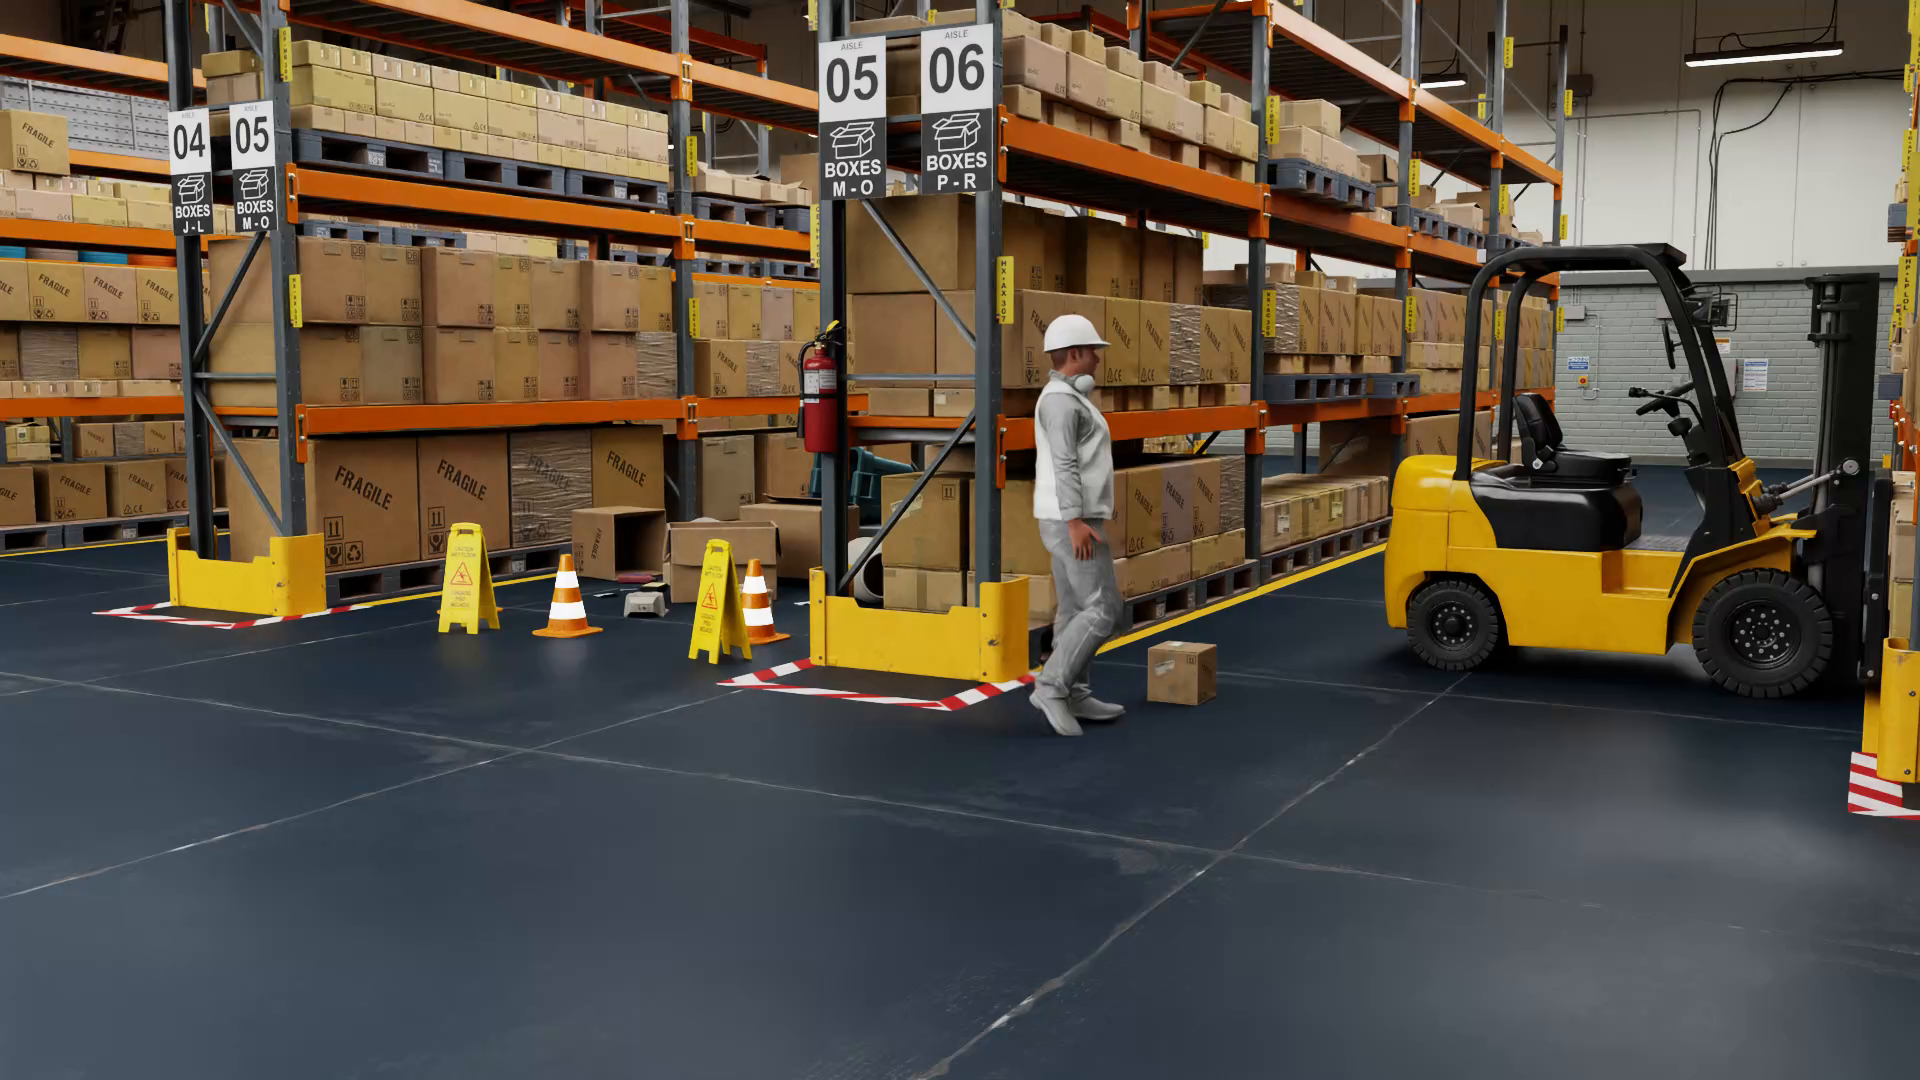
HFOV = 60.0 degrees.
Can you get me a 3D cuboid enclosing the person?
[{"bbox_3d":[0.516,-0.068,7.238,0.425,1.812,0.558,0,6,3],"label":"person"}]
